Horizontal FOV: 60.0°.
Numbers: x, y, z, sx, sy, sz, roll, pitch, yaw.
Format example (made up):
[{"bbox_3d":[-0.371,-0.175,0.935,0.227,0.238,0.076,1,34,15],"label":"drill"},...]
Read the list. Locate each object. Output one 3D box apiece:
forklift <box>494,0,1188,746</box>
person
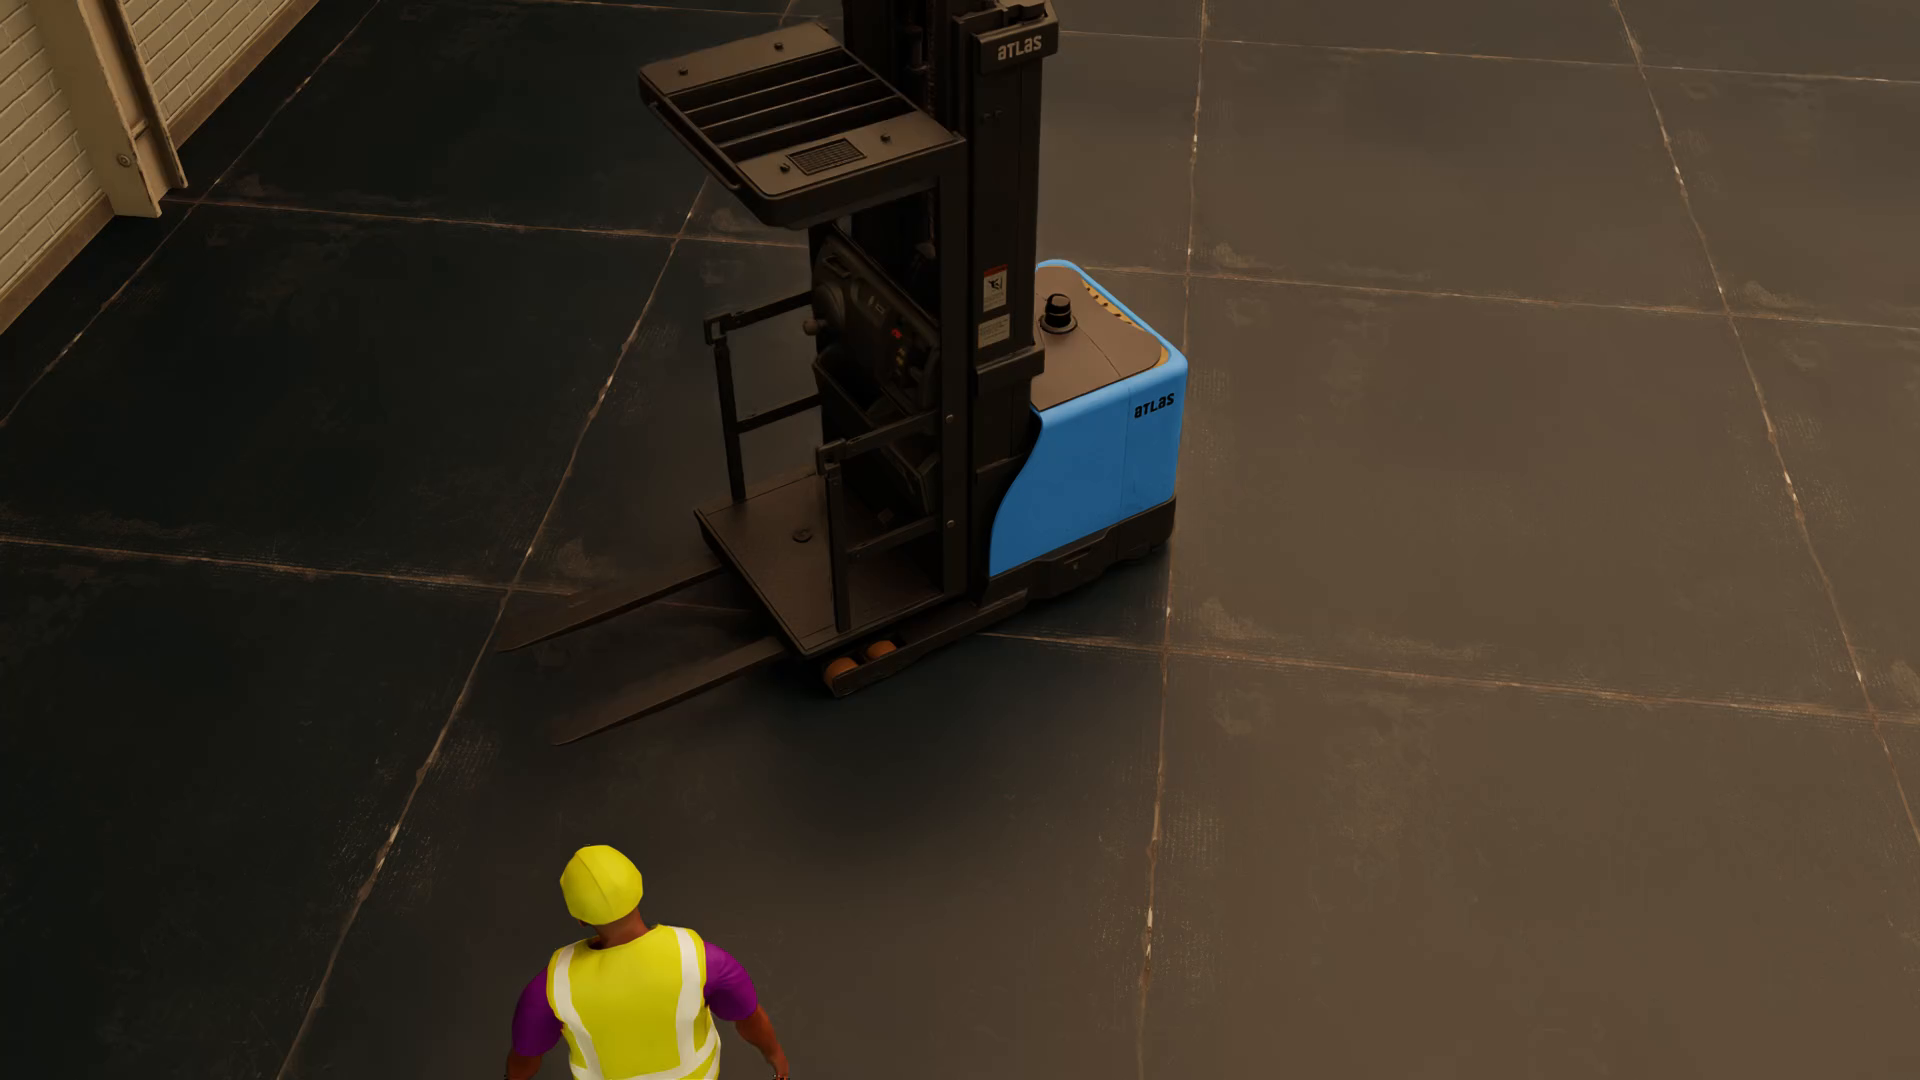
[{"bbox_3d":[-0.523,-0.820,6.617,3.031,2.935,1.130,-23,47,-23],"label":"forklift"},{"bbox_3d":[-0.953,1.521,4.952,0.841,1.737,0.428,-11,44,-11],"label":"person"}]
